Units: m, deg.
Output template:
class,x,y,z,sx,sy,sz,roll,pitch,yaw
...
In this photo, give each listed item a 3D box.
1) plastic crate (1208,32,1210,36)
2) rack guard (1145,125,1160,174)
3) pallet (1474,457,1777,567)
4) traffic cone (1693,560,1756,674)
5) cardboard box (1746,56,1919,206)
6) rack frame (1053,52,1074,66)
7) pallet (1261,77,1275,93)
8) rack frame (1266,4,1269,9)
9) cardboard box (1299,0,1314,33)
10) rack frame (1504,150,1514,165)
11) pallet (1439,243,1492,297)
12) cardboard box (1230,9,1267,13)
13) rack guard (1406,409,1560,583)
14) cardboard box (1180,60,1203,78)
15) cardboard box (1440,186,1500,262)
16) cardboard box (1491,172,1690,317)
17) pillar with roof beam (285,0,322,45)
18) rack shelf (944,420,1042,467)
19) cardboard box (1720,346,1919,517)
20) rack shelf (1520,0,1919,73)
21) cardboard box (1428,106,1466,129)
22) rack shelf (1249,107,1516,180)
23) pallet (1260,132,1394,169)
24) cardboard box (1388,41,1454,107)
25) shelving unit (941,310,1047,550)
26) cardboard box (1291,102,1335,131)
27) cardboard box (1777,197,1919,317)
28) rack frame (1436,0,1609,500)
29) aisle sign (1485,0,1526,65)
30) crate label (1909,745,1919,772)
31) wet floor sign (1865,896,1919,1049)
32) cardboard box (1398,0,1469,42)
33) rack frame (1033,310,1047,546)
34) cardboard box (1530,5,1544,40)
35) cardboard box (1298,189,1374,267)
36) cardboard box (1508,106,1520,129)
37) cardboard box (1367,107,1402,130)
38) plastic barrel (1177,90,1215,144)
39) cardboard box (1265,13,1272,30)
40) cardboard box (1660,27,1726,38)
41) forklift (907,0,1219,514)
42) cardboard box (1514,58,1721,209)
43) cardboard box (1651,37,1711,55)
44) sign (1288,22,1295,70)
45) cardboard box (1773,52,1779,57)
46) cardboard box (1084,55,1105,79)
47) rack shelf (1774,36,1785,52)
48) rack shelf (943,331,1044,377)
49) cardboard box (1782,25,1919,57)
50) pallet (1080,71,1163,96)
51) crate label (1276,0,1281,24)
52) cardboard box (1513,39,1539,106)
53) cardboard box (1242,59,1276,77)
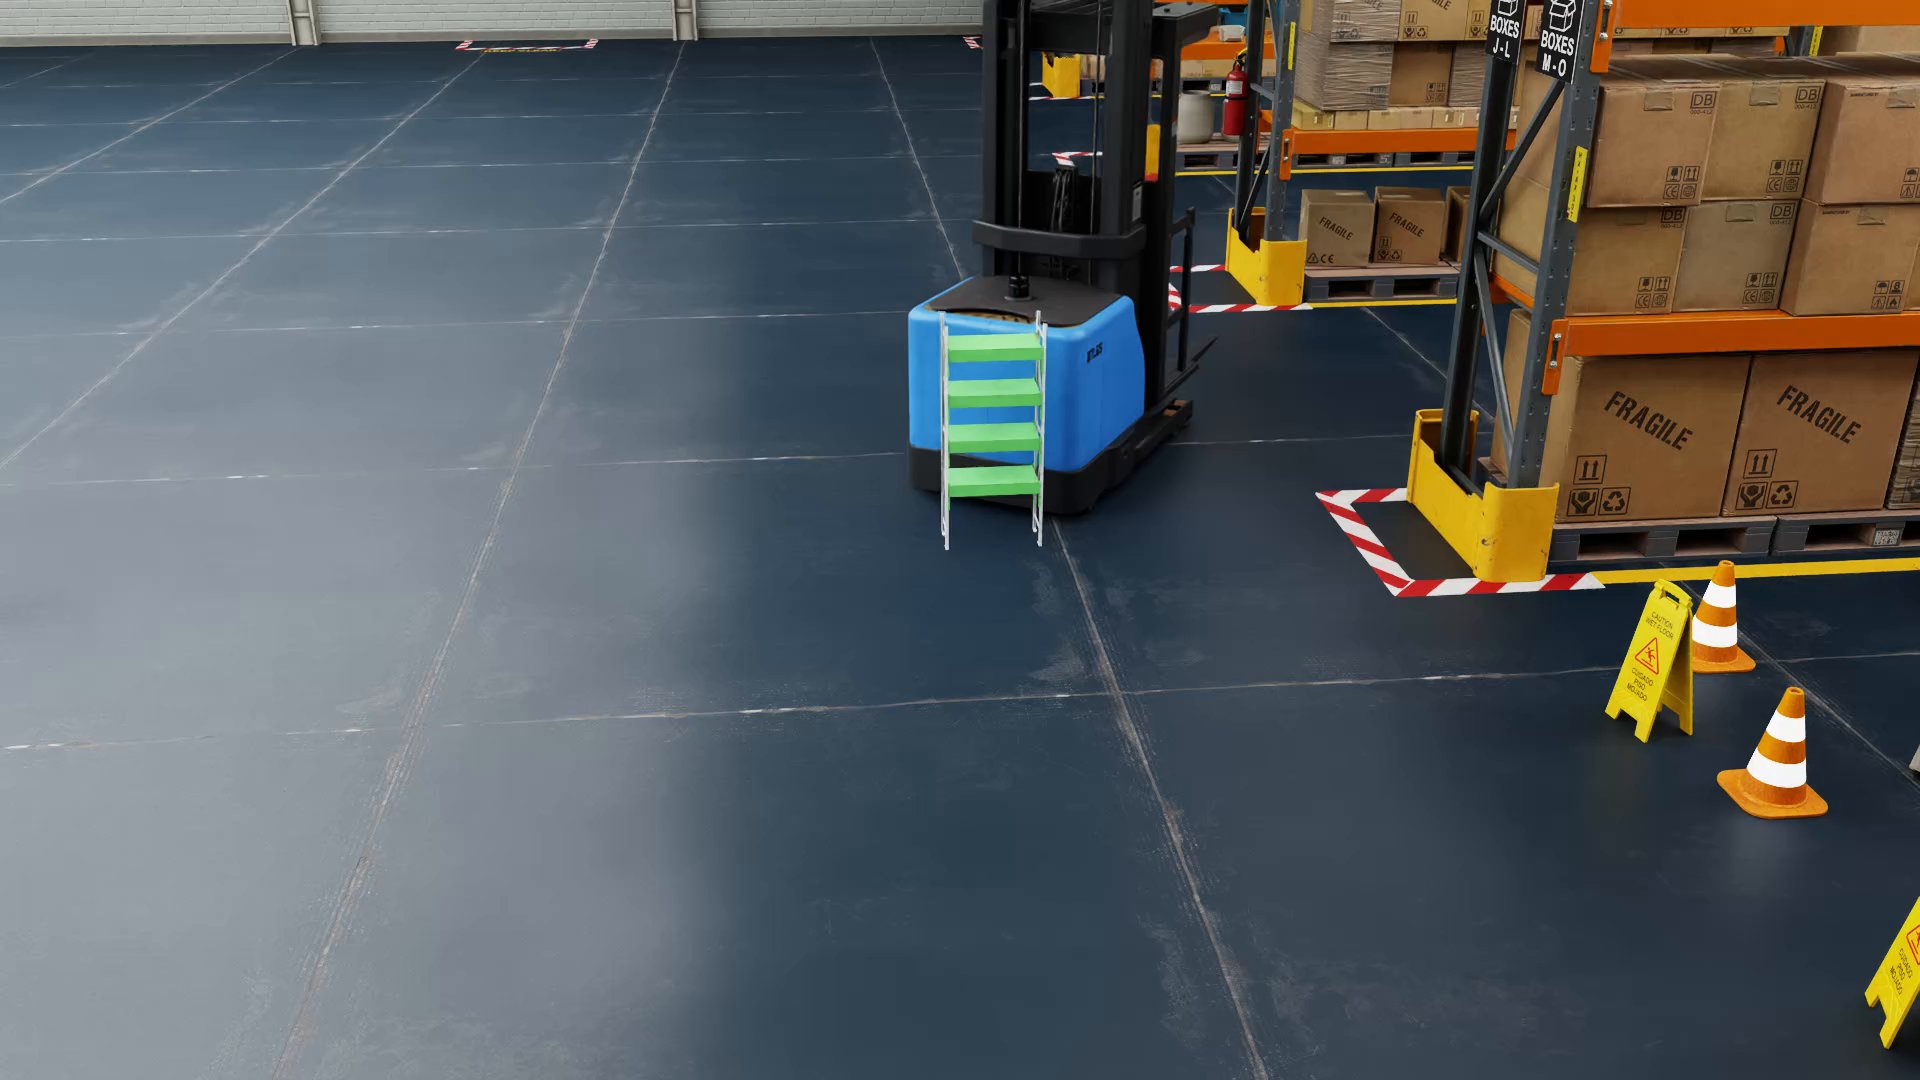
class,x,y,z,sx,sy,sz,roll,pitch,yaw
plastic crate,2.330,-5.482,17.573,0.616,0.251,0.499,-2,24,-5
rack guard,1.932,-4.288,17.783,0.348,0.500,1.175,-2,24,-5
pallet,3.523,-0.187,8.911,1.213,0.211,1.003,-2,24,-5
traffic cone,3.403,0.314,7.474,0.334,0.463,0.336,-2,24,-5
cardboard box,4.217,-1.986,8.010,0.550,0.550,0.875,-2,24,-5
rack frame,1.378,-7.411,21.730,0.127,3.000,1.000,-2,24,-5
pallet,4.563,-6.282,22.623,1.213,0.211,1.003,-2,24,-5
rack frame,4.868,-9.573,26.594,0.127,3.000,1.000,-2,24,-5
cardboard box,2.871,-4.167,12.712,0.500,0.500,0.500,-2,24,-5
rack frame,5.842,-5.568,17.585,0.127,3.000,1.000,-2,24,-5
pallet,4.447,-2.201,13.442,1.213,0.211,1.003,-2,24,-5
cardboard box,3.871,-6.917,22.564,0.500,0.500,0.500,-2,24,-5
rack guard,2.711,-0.255,8.707,0.348,0.500,1.175,-2,24,-5
cardboard box,2.928,-6.319,22.142,0.500,0.250,0.500,-2,24,-5
cardboard box,4.187,-2.530,13.309,0.500,0.500,0.500,0,24,0
cardboard box,3.100,-1.500,8.246,0.550,0.550,0.875,-2,24,-5
pillar with roof beam,-10.020,-10.313,20.873,0.400,9.000,9.100,-2,24,-5
rack shelf,0.165,-0.496,8.547,0.480,0.148,0.258,-2,24,-5
cardboard box,4.279,-0.709,8.750,0.875,0.875,0.875,-3,24,-6
rack shelf,4.725,-2.520,7.918,4.000,0.370,1.077,-2,24,-5
cardboard box,3.652,-3.239,12.652,0.250,0.149,0.380,-2,24,-5
rack shelf,4.338,-3.158,13.047,4.000,0.370,1.077,-2,24,-5
pallet,3.952,-4.234,18.016,1.213,0.211,1.003,-2,24,-5
cardboard box,3.384,-3.668,12.819,0.500,0.500,0.875,-2,24,-5
shelving unit,0.165,-0.555,8.521,0.503,1.200,0.258,-2,24,-5
cardboard box,2.655,-3.207,12.581,0.250,0.149,0.380,-2,24,-5
cardboard box,4.214,-1.502,8.251,0.550,0.550,0.875,-2,24,-5
rack frame,2.735,-1.398,8.202,0.127,3.000,1.000,-2,24,-5
aisle sign,2.635,-2.704,7.940,0.004,0.787,0.394,-2,24,-5
crate label,3.952,0.877,6.609,0.298,0.136,0.250,-16,29,-32
wet floor sign,3.028,1.250,5.144,0.232,0.644,0.267,6,25,13
cardboard box,3.420,-3.974,12.278,0.500,0.500,0.500,-2,24,-5
rack frame,0.408,-0.565,8.543,0.015,1.200,0.240,-2,24,-5
cardboard box,4.415,-4.017,12.374,0.500,0.500,0.500,-2,24,-5
cardboard box,2.971,-2.475,13.185,0.500,0.500,0.500,2,24,5
cardboard box,4.157,-3.228,12.628,0.250,0.149,0.380,-2,24,-5
cardboard box,3.156,-3.213,12.595,0.250,0.149,0.380,-2,24,-5
plastic barrel,2.509,-4.521,17.774,0.421,0.512,0.421,0,24,0
cardboard box,3.923,-6.705,22.087,0.500,0.500,0.500,-2,24,-5
cardboard box,5.410,-4.055,12.460,0.500,0.500,0.500,-2,24,-5
forklift,0.800,-2.042,9.735,1.130,2.935,3.031,11,26,23
cardboard box,3.108,-1.959,7.950,0.550,0.550,0.875,-2,24,-5
cardboard box,5.374,-3.749,13.003,0.500,0.500,0.875,-2,24,-5
sign,2.401,-3.583,12.052,0.005,0.325,0.100,-2,24,-5
cardboard box,10.840,-6.733,22.741,0.500,0.500,0.500,-3,24,-6
cardboard box,1.933,-6.278,22.049,0.500,0.250,0.500,-2,24,-5
rack shelf,7.832,-5.319,17.911,4.000,0.370,1.077,-2,24,-5
rack shelf,0.165,-0.935,8.352,0.480,0.148,0.258,-2,24,-5
cardboard box,7.133,-4.008,12.818,1.000,1.000,1.000,-2,24,-5
pallet,2.135,-6.184,22.403,1.213,0.211,1.003,-2,24,-5
crate label,3.666,-5.608,17.630,0.616,0.435,0.502,-2,24,-5
cardboard box,4.384,-3.685,12.859,0.500,0.500,0.875,-2,24,-5
cardboard box,3.924,-6.357,22.228,0.500,0.250,0.500,-2,24,-5
